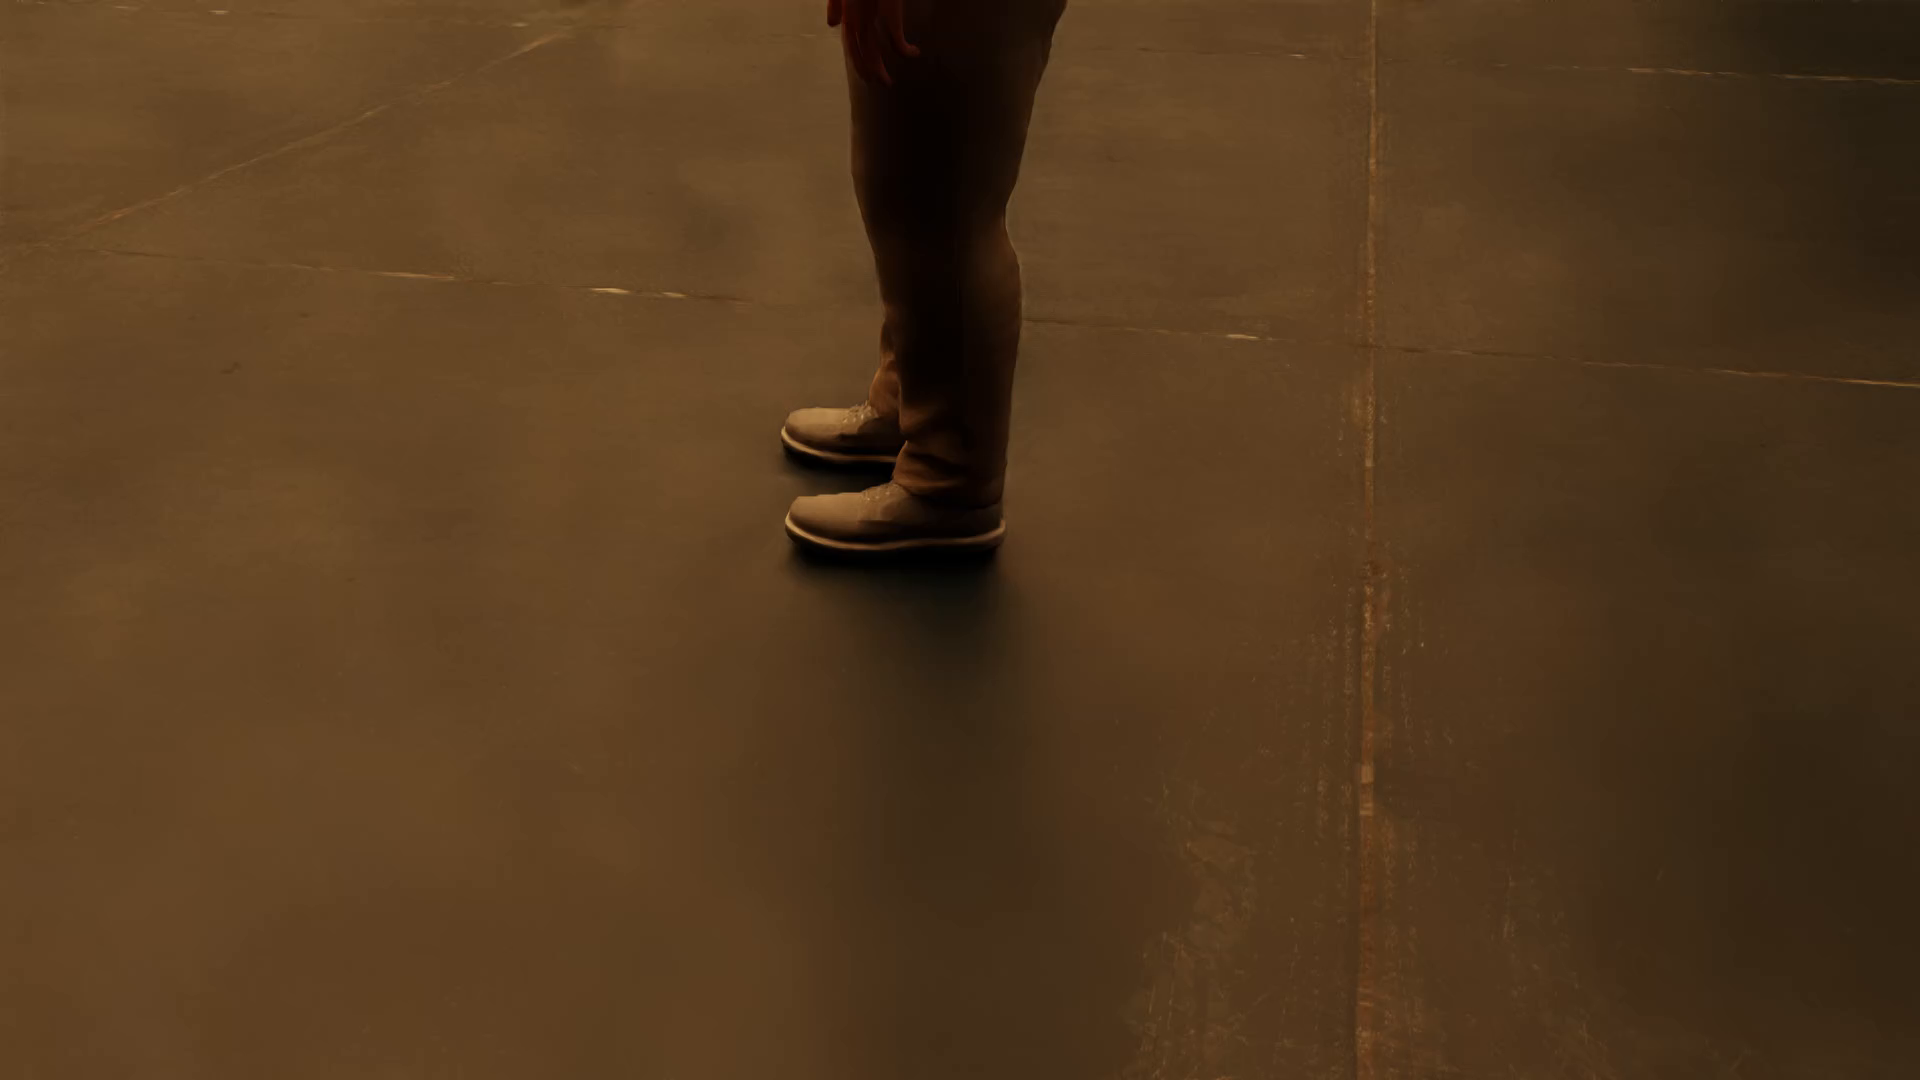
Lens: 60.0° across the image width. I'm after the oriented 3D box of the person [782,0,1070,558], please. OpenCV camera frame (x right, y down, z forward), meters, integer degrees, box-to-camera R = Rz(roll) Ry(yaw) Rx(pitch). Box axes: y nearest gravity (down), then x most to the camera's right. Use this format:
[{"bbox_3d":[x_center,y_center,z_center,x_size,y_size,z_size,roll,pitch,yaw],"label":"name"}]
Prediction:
[{"bbox_3d":[-0.085,-0.792,2.135,0.550,1.727,0.640,6,27,11],"label":"person"}]
